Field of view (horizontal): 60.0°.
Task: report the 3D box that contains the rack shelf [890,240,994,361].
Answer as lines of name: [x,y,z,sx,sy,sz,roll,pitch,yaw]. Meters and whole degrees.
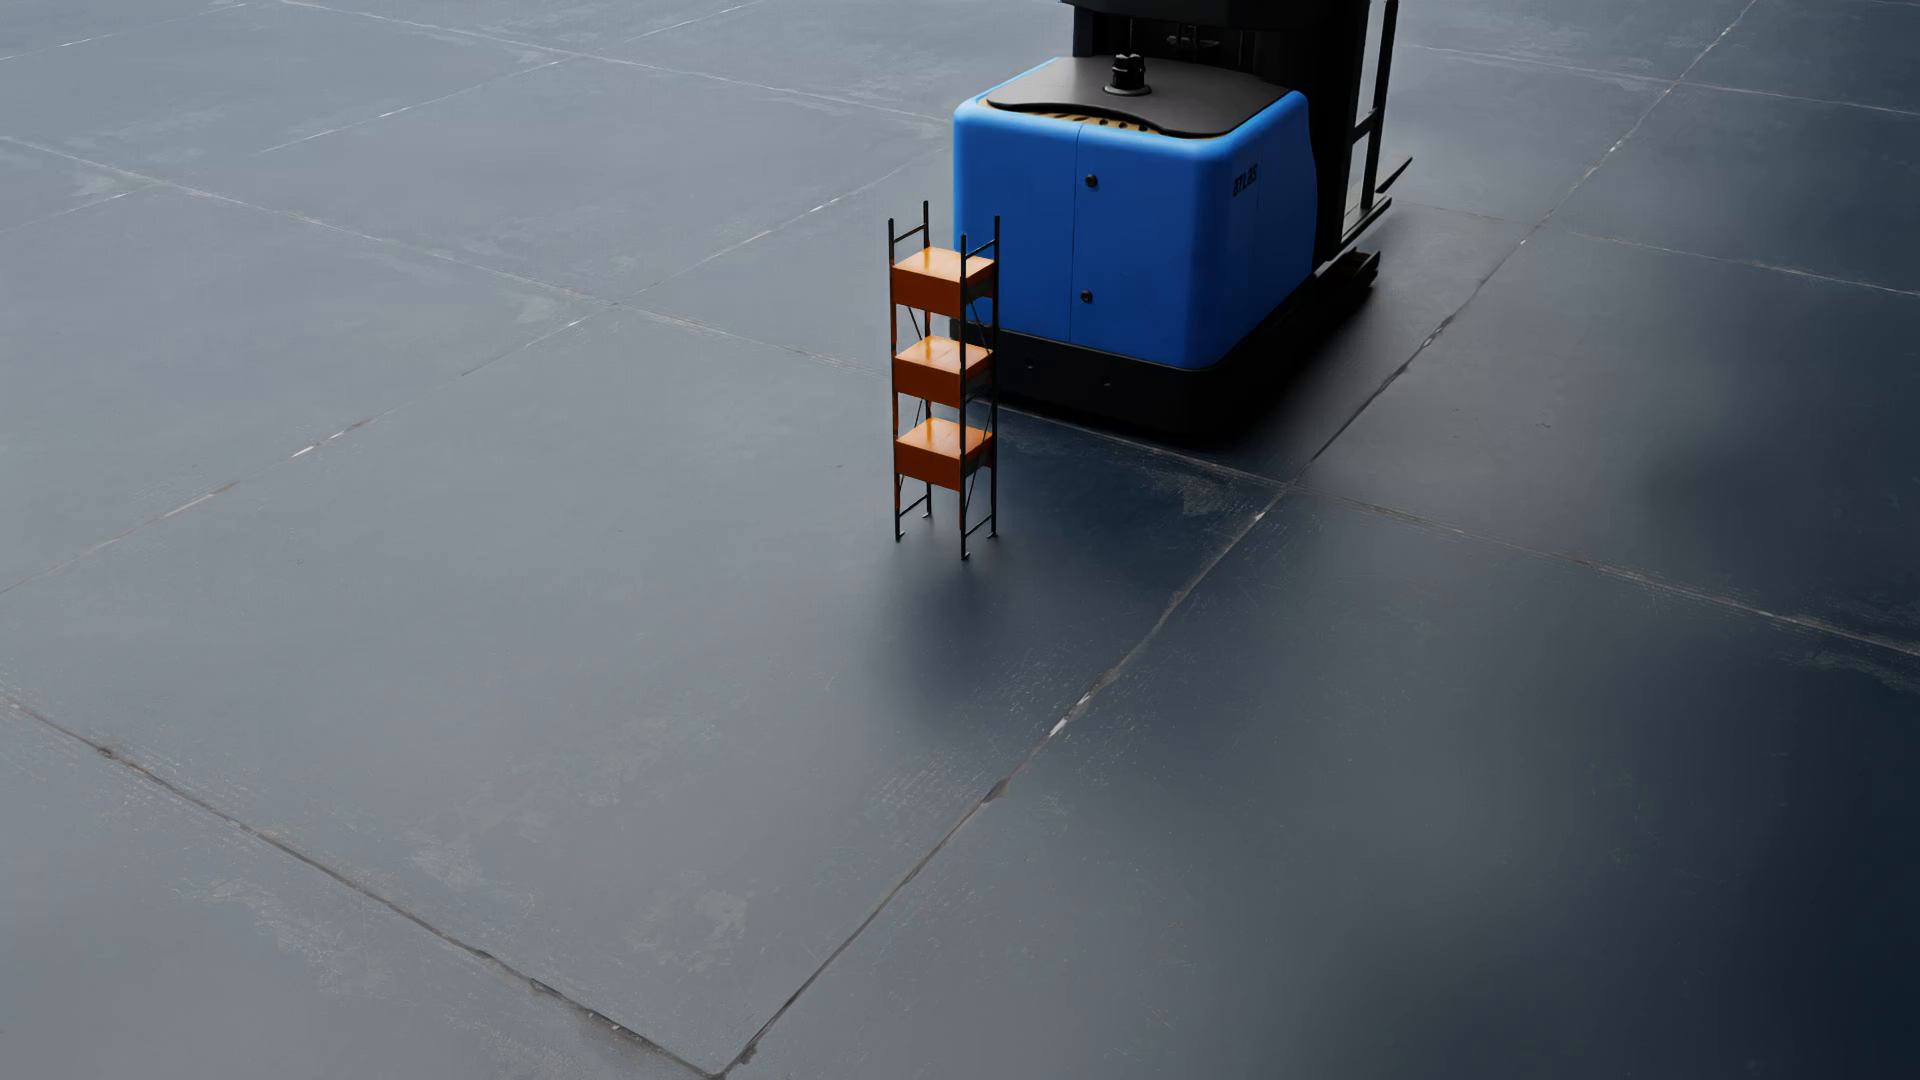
rack shelf: [-0.045,-0.704,4.872,0.240,0.259,0.215,18,35,27]

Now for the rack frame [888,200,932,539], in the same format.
rack frame: [-0.149,-0.501,5.066,0.008,1.050,0.200,18,35,27]

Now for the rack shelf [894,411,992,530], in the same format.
rack shelf: [-0.045,-0.219,5.155,0.240,0.259,0.215,18,35,27]

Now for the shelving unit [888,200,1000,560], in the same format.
shelving unit: [-0.045,-0.468,5.010,0.252,1.050,0.215,18,35,27]

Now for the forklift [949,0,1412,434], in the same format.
forklift: [1.126,-2.342,6.356,1.130,2.935,3.031,16,34,25]

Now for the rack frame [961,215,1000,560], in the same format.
rack frame: [0.058,-0.435,4.954,0.008,1.050,0.200,18,35,27]

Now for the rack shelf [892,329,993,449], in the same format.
rack shelf: [-0.045,-0.459,5.015,0.240,0.259,0.215,18,35,27]
